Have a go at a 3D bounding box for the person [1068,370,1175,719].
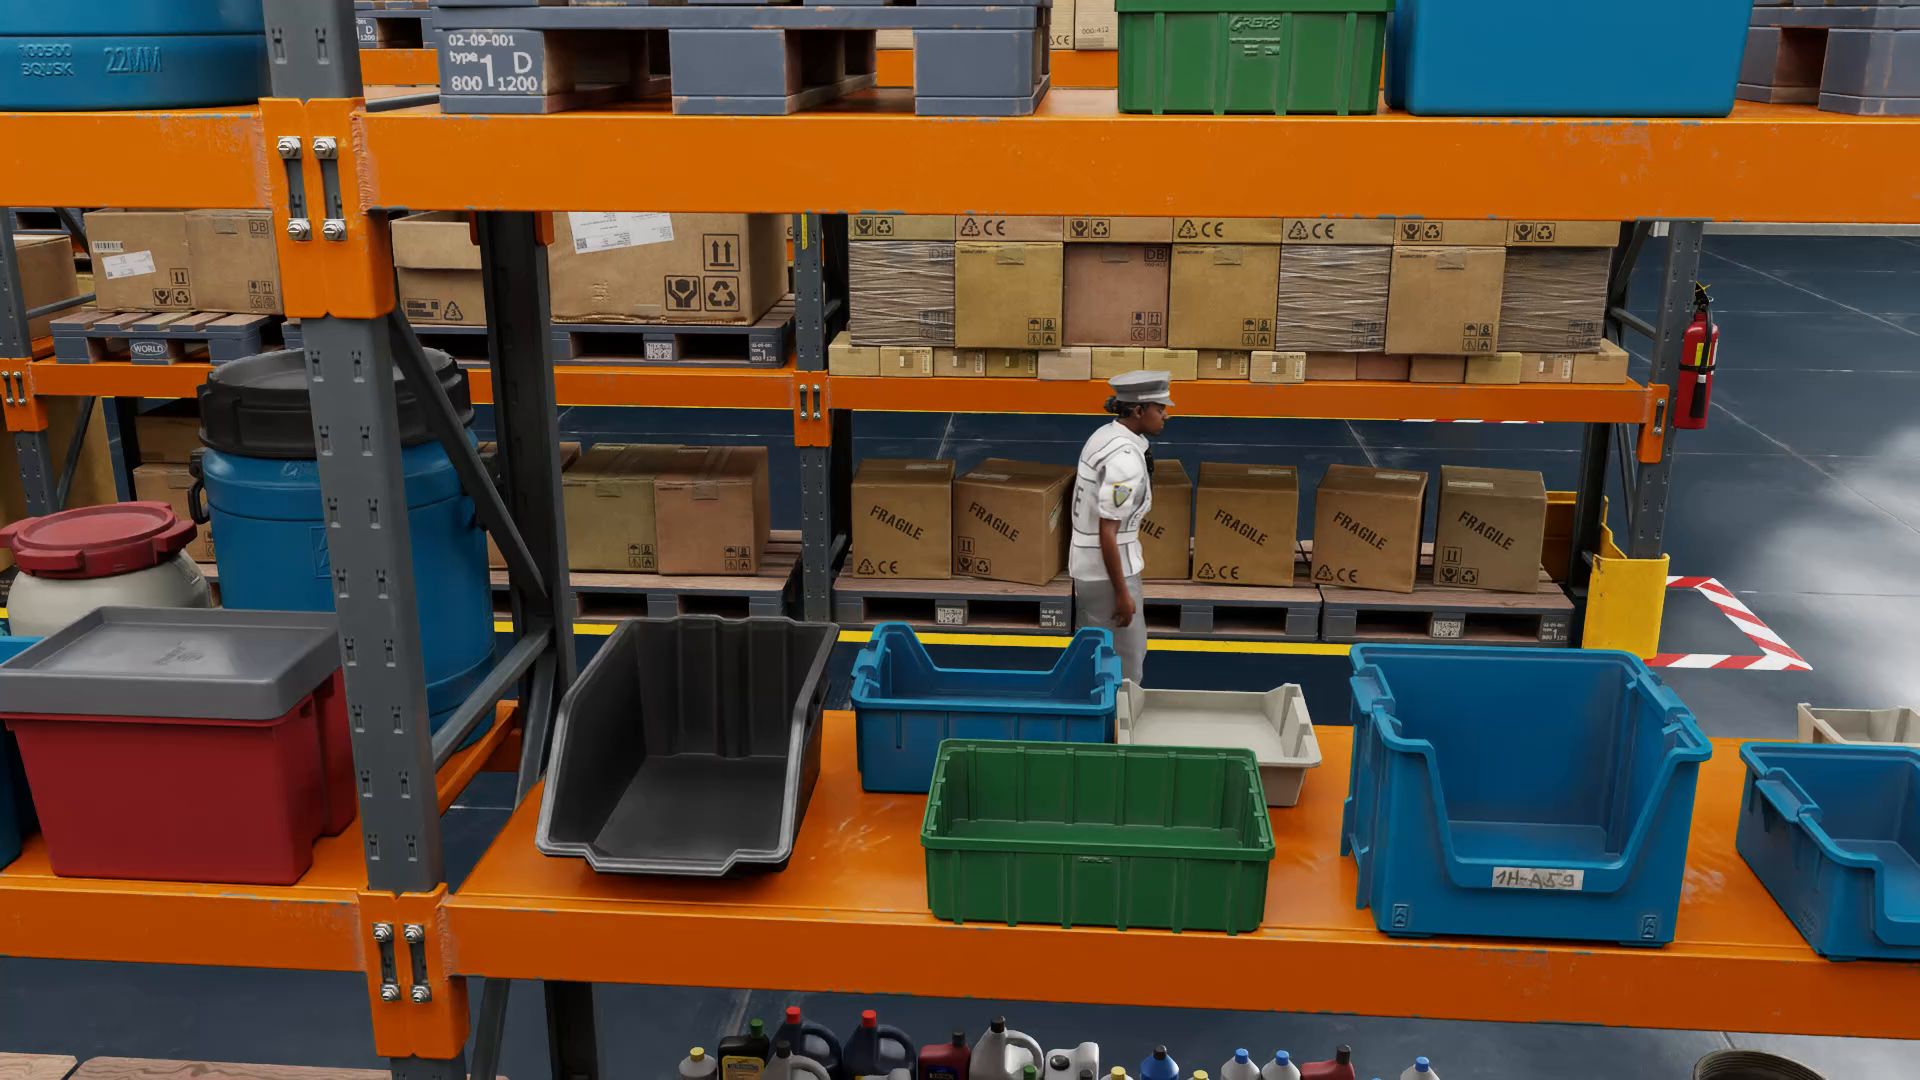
[{"bbox_3d":[0.639,0.150,6.583,0.420,1.656,0.503,1,18,4],"label":"person"}]
